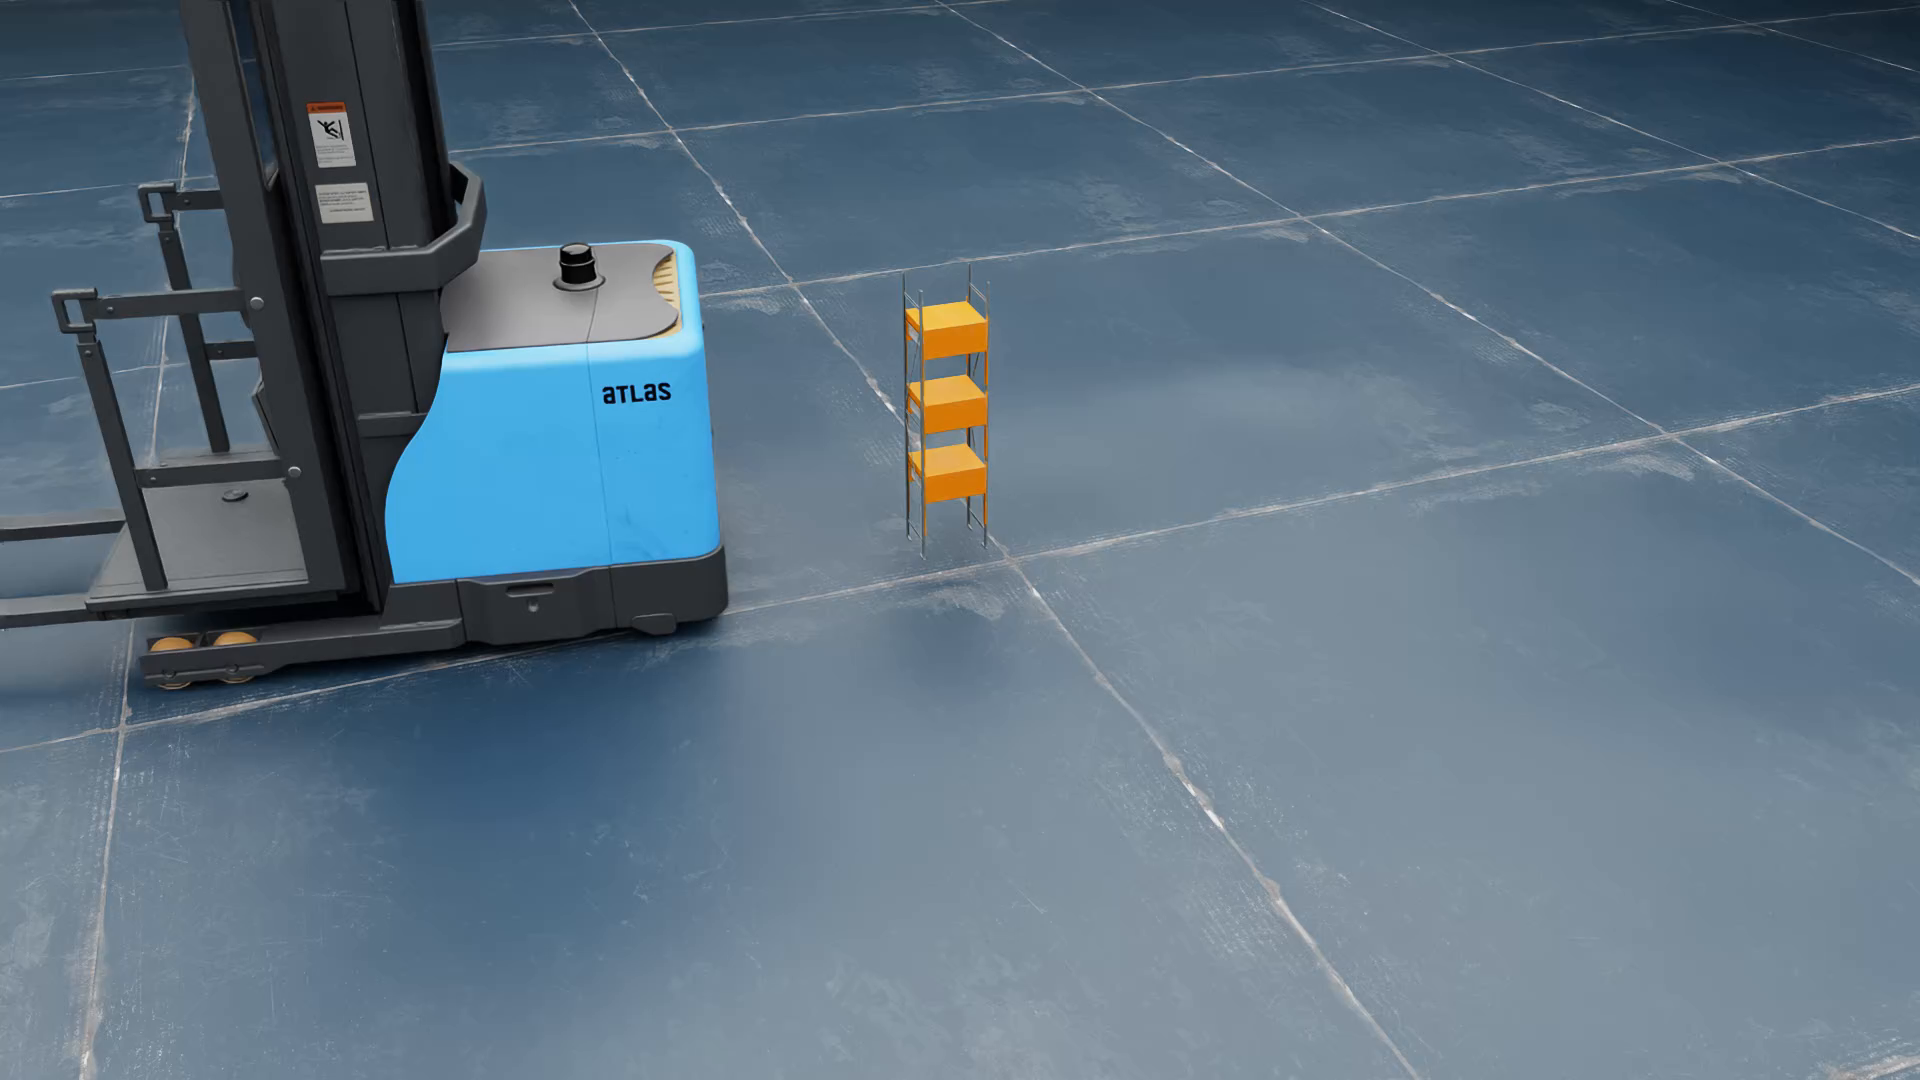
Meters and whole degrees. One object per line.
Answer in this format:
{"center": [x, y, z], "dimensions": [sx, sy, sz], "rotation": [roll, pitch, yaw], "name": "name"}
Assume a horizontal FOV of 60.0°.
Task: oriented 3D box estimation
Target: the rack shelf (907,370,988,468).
{"center": [-0.050, -0.438, 5.979], "dimensions": [0.240, 0.259, 0.215], "rotation": [-10, 31, -18], "name": "rack shelf"}

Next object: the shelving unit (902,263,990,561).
{"center": [-0.050, -0.447, 5.974], "dimensions": [0.252, 1.050, 0.215], "rotation": [-10, 31, -18], "name": "shelving unit"}

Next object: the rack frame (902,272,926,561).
{"center": [-0.164, -0.426, 5.937], "dimensions": [0.008, 1.050, 0.200], "rotation": [-10, 31, -18], "name": "rack frame"}

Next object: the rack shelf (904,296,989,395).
{"center": [-0.050, -0.684, 5.839], "dimensions": [0.240, 0.259, 0.215], "rotation": [-10, 31, -18], "name": "rack shelf"}

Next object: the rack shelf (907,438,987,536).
{"center": [-0.050, -0.196, 6.117], "dimensions": [0.240, 0.259, 0.215], "rotation": [-10, 31, -18], "name": "rack shelf"}

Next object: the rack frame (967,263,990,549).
{"center": [0.064, -0.468, 6.011], "dimensions": [0.008, 1.050, 0.200], "rotation": [-10, 31, -18], "name": "rack frame"}

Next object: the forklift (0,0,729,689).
{"center": [-2.362, -1.072, 5.171], "dimensions": [3.031, 2.935, 1.130], "rotation": [-5, 30, -9], "name": "forklift"}
